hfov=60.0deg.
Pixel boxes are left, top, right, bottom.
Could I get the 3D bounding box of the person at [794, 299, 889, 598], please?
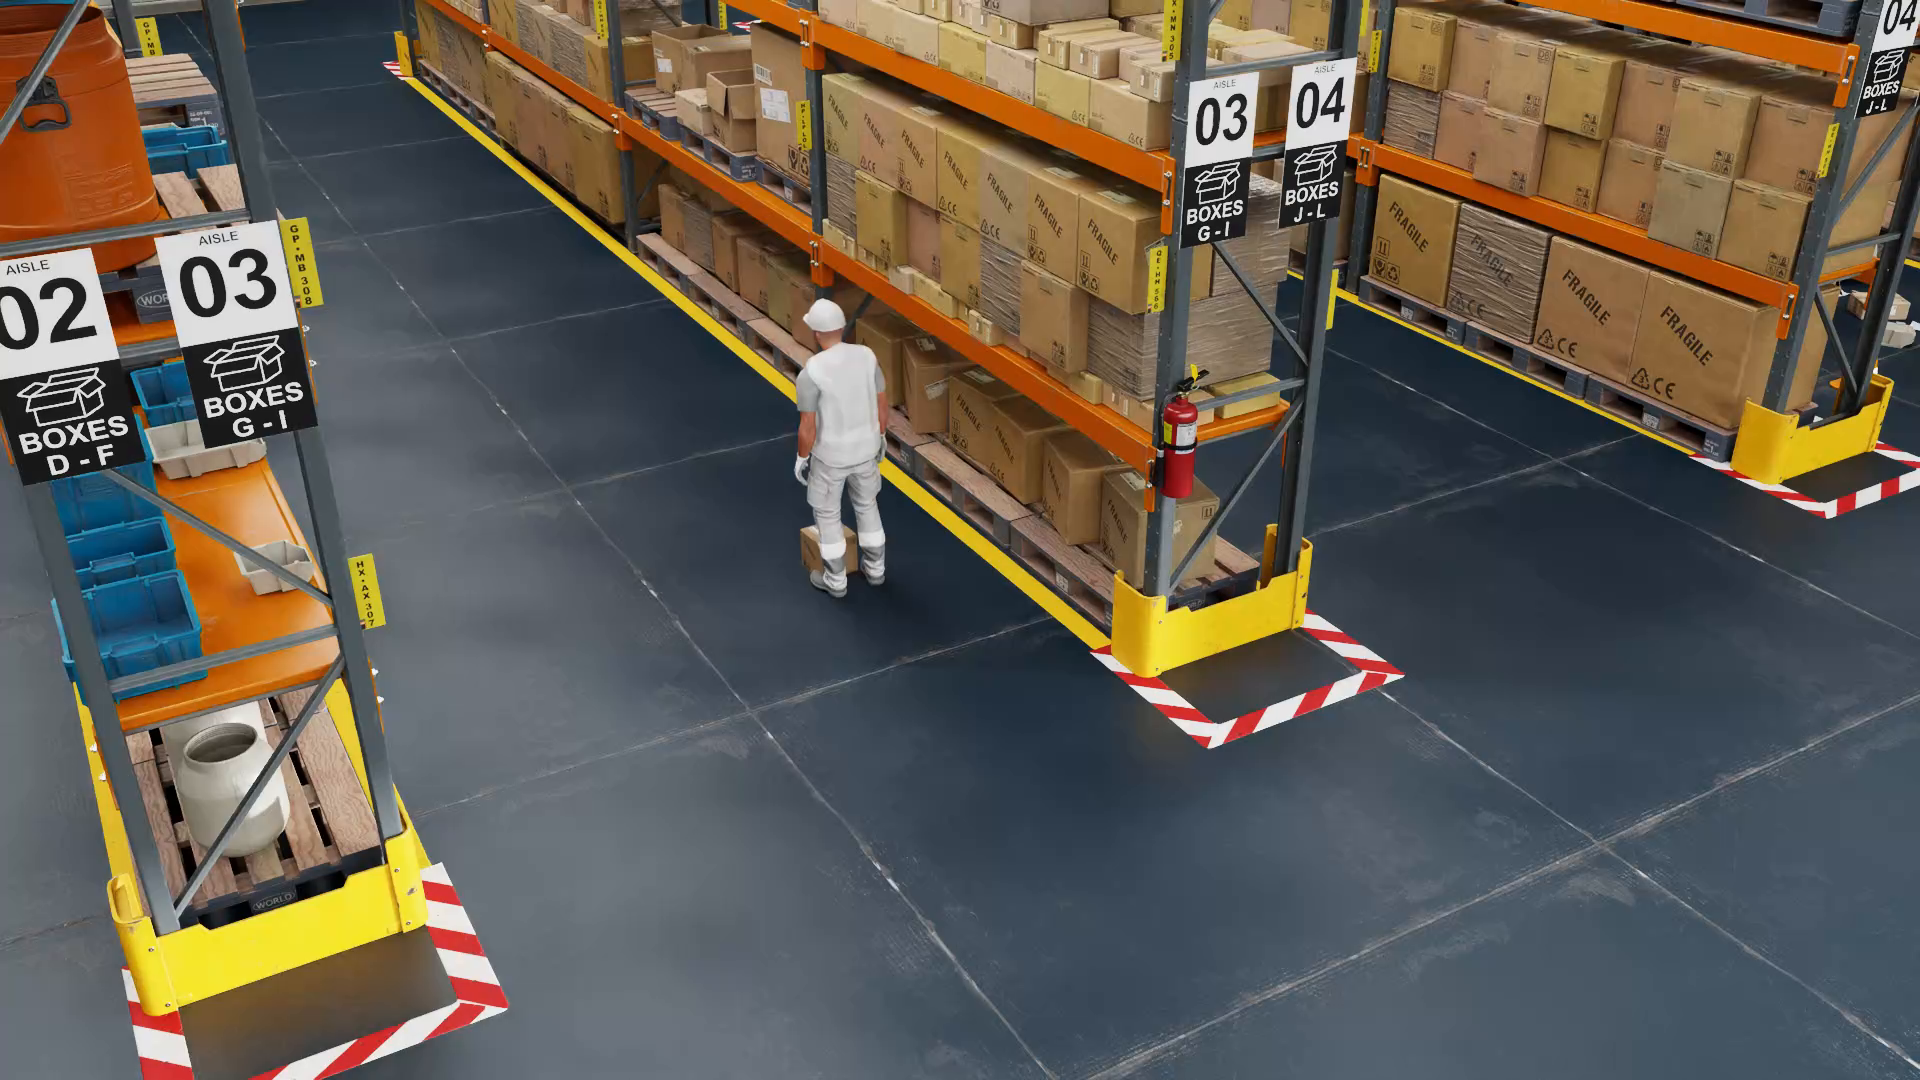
[{"bbox_3d":[-0.680,-0.514,9.490,0.609,1.777,0.453,-18,33,-29],"label":"person"}]
